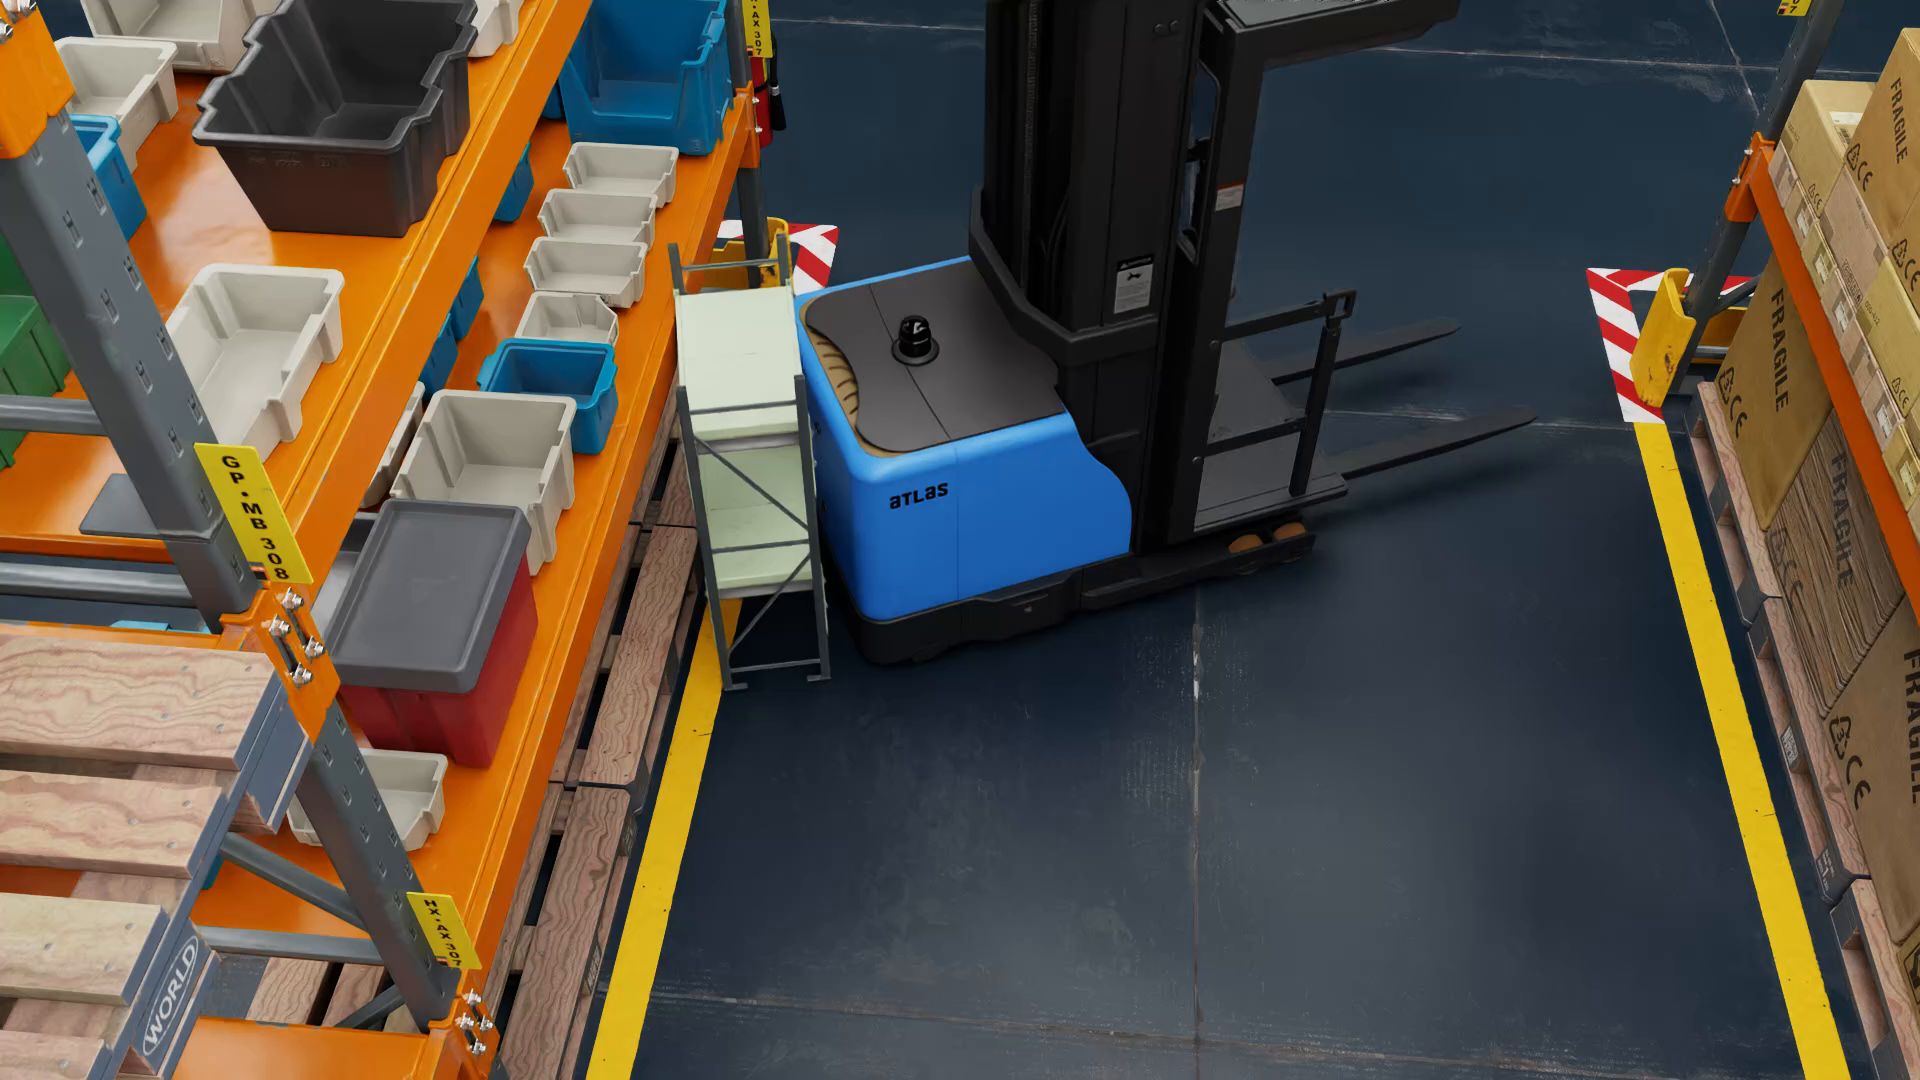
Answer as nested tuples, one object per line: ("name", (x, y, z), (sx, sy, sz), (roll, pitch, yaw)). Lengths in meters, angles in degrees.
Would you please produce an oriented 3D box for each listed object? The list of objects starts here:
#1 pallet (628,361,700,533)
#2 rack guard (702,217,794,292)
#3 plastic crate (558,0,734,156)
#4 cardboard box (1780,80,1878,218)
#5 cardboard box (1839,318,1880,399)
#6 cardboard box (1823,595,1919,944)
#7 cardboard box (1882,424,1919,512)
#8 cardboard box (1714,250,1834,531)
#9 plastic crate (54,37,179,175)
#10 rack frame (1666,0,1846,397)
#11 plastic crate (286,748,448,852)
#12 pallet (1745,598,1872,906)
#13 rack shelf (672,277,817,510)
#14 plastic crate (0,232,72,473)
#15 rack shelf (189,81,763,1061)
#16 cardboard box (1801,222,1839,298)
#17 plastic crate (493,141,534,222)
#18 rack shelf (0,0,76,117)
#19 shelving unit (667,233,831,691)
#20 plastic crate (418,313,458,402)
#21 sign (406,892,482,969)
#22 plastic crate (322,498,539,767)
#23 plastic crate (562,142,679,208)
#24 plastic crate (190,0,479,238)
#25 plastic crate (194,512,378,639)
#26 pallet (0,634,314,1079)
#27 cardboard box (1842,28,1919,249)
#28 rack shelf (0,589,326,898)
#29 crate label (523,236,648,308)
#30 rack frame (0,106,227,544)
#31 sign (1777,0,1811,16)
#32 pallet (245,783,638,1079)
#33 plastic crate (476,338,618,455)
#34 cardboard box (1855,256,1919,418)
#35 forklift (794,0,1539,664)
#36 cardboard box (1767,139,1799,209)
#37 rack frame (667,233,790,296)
("pallet", (-1.457, -0.457, 7.050), (1.003, 0.211, 1.213), (4, 48, 4))
("rack guard", (-1.354, -1.176, 7.513), (1.175, 0.500, 0.348), (4, 48, 4))
("plastic crate", (-1.188, -1.775, 6.302), (0.616, 0.435, 0.499), (4, 48, 4))
("cardboard box", (3.276, -1.383, 5.908), (0.500, 0.250, 0.500), (3, 48, 2))
("cardboard box", (3.136, -0.589, 5.452), (0.380, 0.149, 0.250), (3, 48, 3))
("cardboard box", (3.446, 0.706, 5.253), (0.875, 0.875, 0.875), (4, 48, 4))
("cardboard box", (3.089, -0.214, 5.109), (0.380, 0.149, 0.250), (3, 48, 3))
("cardboard box", (3.610, -0.617, 6.463), (0.875, 0.875, 0.875), (4, 48, 4))
("plastic crate", (-1.971, -0.945, 3.754), (0.293, 0.136, 0.466), (4, 48, 4))
("rack frame", (3.589, -1.668, 6.269), (1.000, 3.000, 0.127), (4, 48, 4))
("plastic crate", (-1.523, 0.675, 4.264), (0.396, 0.136, 0.243), (4, 48, 4))
("pallet", (3.480, 0.760, 5.938), (1.003, 0.211, 1.213), (4, 48, 4))
("rack shelf", (-0.736, -0.506, 5.650), (0.431, 0.370, 0.720), (-6, 47, -6))
("plastic crate", (-1.970, -0.334, 3.160), (0.450, 0.188, 0.662), (4, 48, 4))
("rack shelf", (-1.526, -0.289, 5.495), (1.077, 0.370, 4.000), (4, 48, 4))
("cardboard box", (3.183, -0.968, 5.799), (0.380, 0.149, 0.250), (3, 48, 3))
("plastic crate", (-1.754, -1.322, 6.025), (0.416, 0.233, 0.300), (4, 48, 4))
("rack shelf", (-1.526, -2.178, 3.429), (1.077, 0.370, 4.000), (4, 48, 4))
("shelving unit", (-0.737, -0.240, 5.936), (0.431, 1.500, 0.755), (-6, 47, -6))
("plastic crate", (-1.841, -0.617, 5.381), (0.416, 0.233, 0.300), (4, 48, 4))
("sign", (-1.160, 0.883, 3.748), (0.100, 0.325, 0.005), (4, 48, 4))
("plastic crate", (-1.377, 0.257, 4.424), (0.402, 0.464, 0.583), (4, 48, 4))
("plastic crate", (-1.237, -1.321, 6.089), (0.396, 0.136, 0.243), (4, 48, 4))
("plastic crate", (-1.322, -0.924, 3.644), (0.497, 0.269, 0.590), (4, 48, 4))
("plastic crate", (-1.873, 0.170, 4.733), (0.437, 0.125, 0.590), (4, 48, 4))
("pallet", (-1.682, 0.572, 2.315), (1.213, 0.211, 1.003), (4, 48, 4))
("cardboard box", (3.231, -1.269, 5.296), (0.500, 0.500, 0.500), (3, 48, 3))
("rack shelf", (-1.890, 1.638, 1.699), (1.077, 0.370, 4.000), (4, 48, 4))
("crate label", (-1.279, -0.903, 5.707), (0.396, 0.136, 0.243), (4, 48, 4))
("rack frame", (-1.708, -1.086, 1.671), (1.000, 3.000, 0.127), (4, 48, 4))
("sign", (3.037, -2.029, 5.958), (0.100, 0.325, 0.005), (4, 48, 4))
("pallet", (-1.679, 1.336, 5.411), (1.003, 0.211, 1.213), (4, 48, 4))
("plastic crate", (-1.275, -0.438, 5.217), (0.416, 0.233, 0.300), (4, 48, 4))
("cardboard box", (3.186, -0.632, 5.221), (0.500, 0.250, 0.500), (2, 48, 2))
("forklift", (0.888, -1.202, 5.889), (3.031, 2.935, 1.130), (-15, 49, -14))
("cardboard box", (3.228, -1.345, 6.143), (0.380, 0.149, 0.250), (4, 48, 4))
("rack frame", (-0.792, -0.505, 6.182), (0.400, 1.500, 0.023), (-6, 47, -6))
